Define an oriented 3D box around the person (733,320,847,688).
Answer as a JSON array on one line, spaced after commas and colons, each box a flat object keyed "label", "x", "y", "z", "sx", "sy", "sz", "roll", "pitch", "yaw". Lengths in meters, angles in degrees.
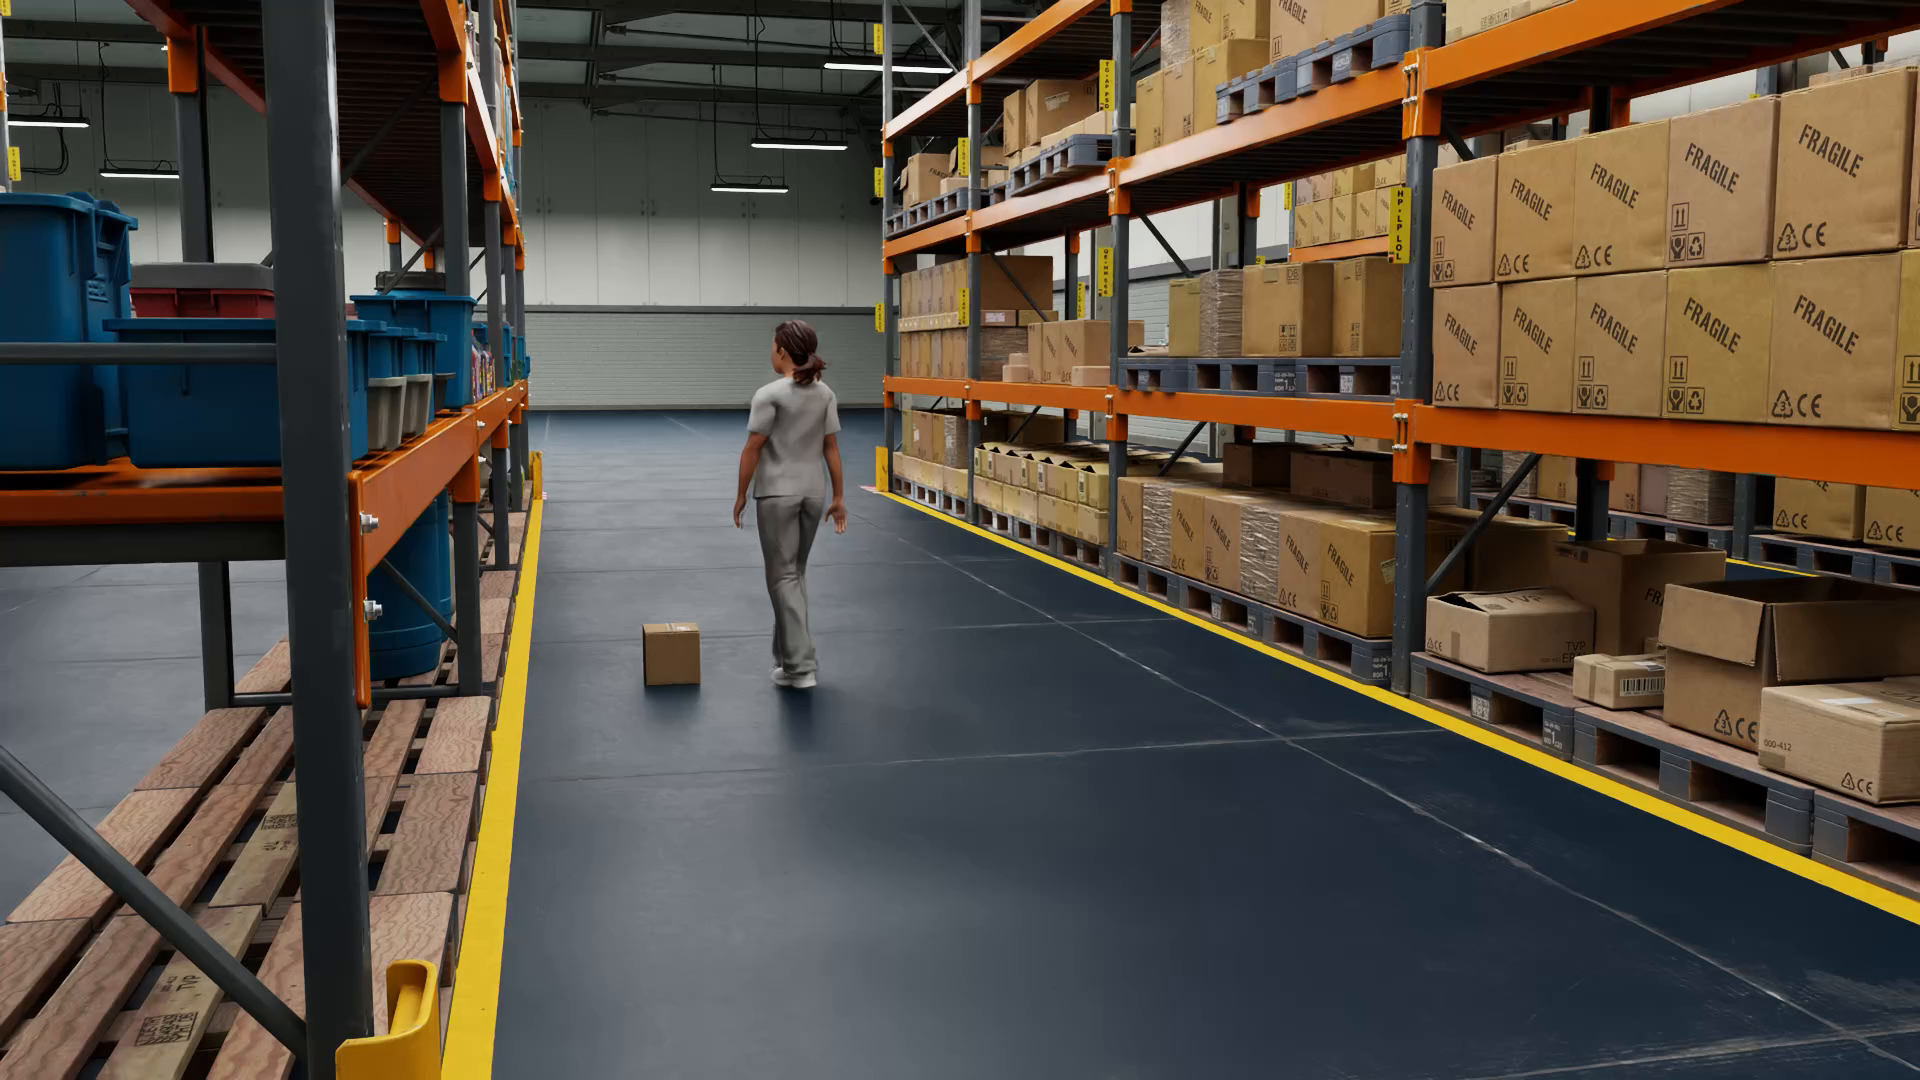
[{"label": "person", "x": -0.815, "y": -0.137, "z": 7.650, "sx": 0.492, "sy": 1.731, "sz": 0.567, "roll": -5, "pitch": 8, "yaw": -40}]
